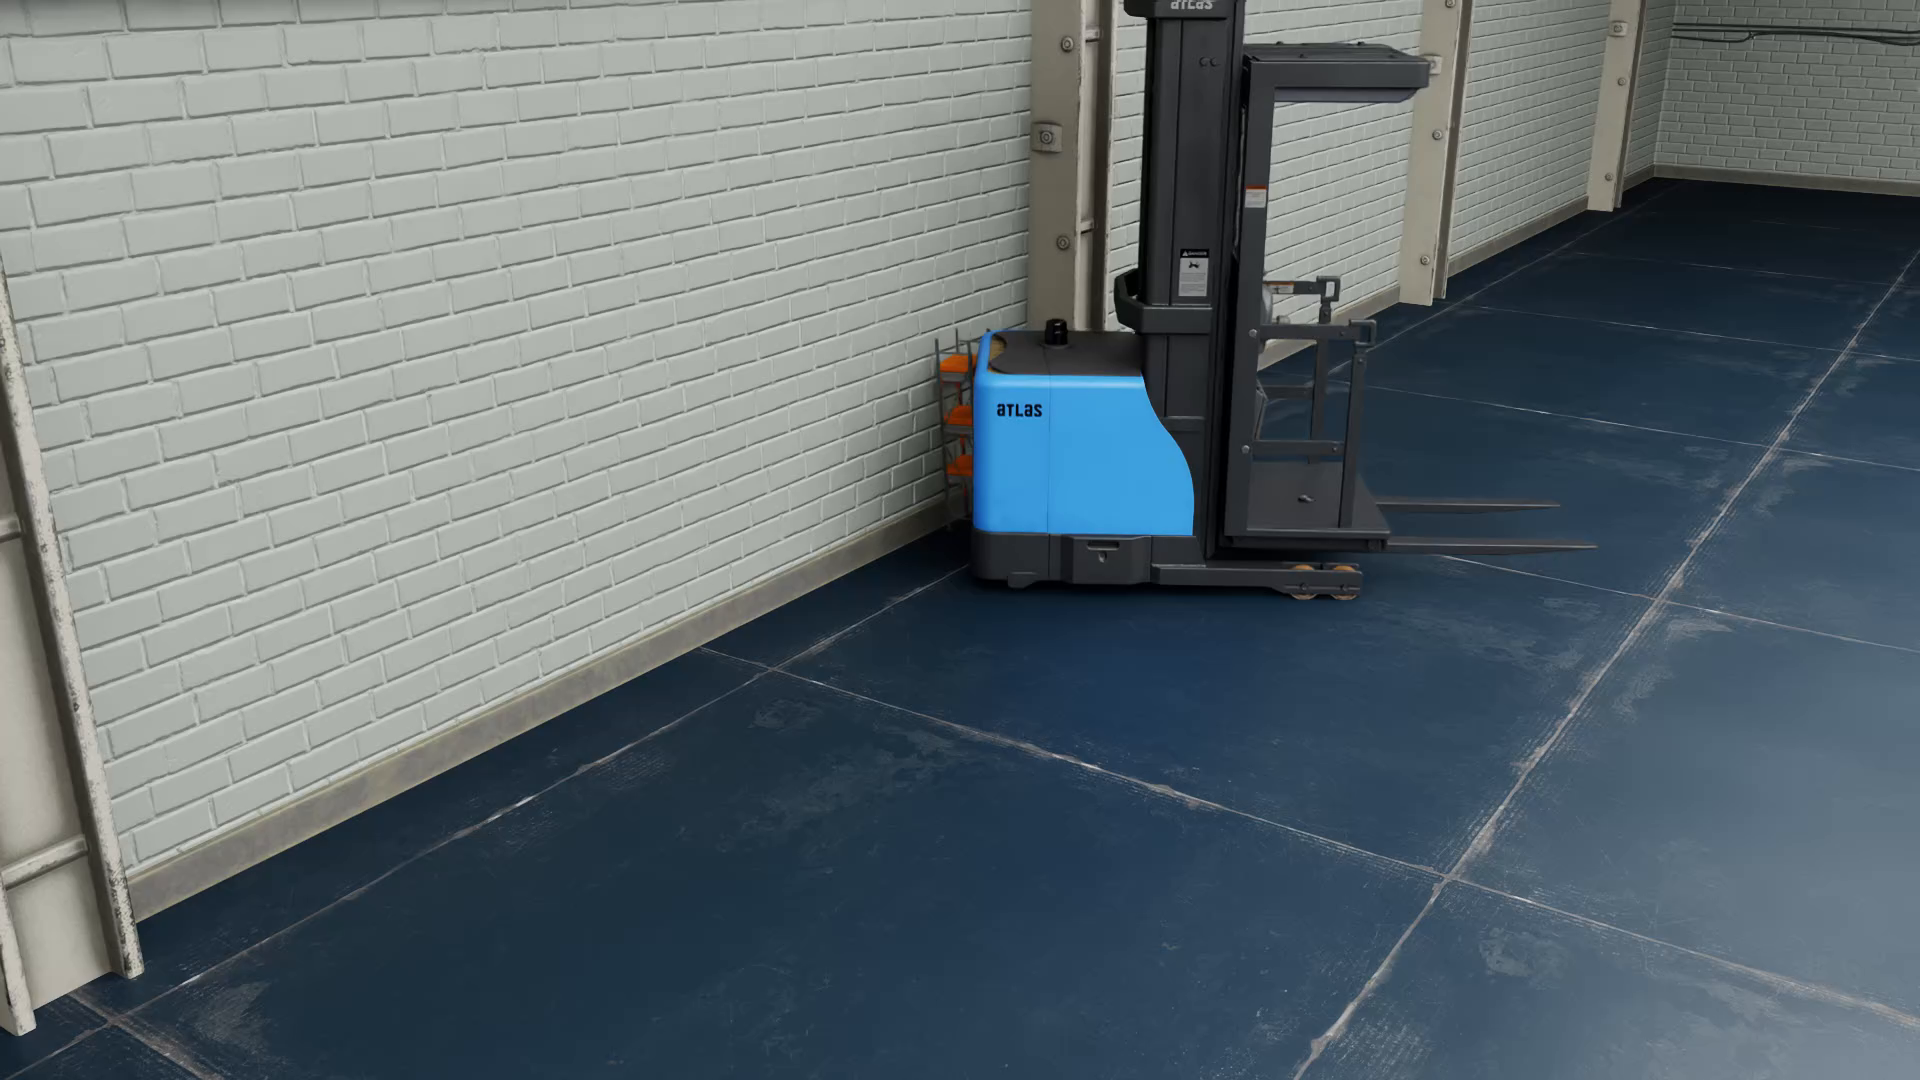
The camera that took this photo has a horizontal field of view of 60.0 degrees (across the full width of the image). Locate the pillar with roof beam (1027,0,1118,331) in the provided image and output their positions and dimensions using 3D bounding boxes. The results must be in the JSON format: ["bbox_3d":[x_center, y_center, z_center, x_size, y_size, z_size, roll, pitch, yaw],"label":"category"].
[{"bbox_3d":[4.171,-3.740,5.906,9.100,9.000,0.400,13,24,32],"label":"pillar with roof beam"}]

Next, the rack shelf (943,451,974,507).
[{"bbox_3d":[0.062,-0.310,8.901,0.215,0.259,0.240,6,23,24],"label":"rack shelf"}]

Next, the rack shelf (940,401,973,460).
[{"bbox_3d":[0.045,-0.569,8.801,0.215,0.259,0.240,6,23,24],"label":"rack shelf"}]

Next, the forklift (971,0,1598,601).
[{"bbox_3d":[1.586,-1.273,7.981,3.031,2.935,1.130,1,20,3],"label":"forklift"}]

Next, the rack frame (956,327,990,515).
[{"bbox_3d":[0.094,-0.622,8.900,0.200,1.050,0.008,6,23,24],"label":"rack frame"}]

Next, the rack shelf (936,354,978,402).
[{"bbox_3d":[0.028,-0.833,8.699,0.215,0.259,0.240,6,23,24],"label":"rack shelf"}]

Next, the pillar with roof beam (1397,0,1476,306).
[{"bbox_3d":[7.544,-5.462,10.560,9.100,9.000,0.400,13,24,32],"label":"pillar with roof beam"}]

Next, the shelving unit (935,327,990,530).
[{"bbox_3d":[0.044,-0.579,8.797,0.215,1.050,0.252,6,23,24],"label":"shelving unit"}]

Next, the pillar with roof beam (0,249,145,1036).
[{"bbox_3d":[0.798,-2.019,1.252,9.100,9.000,0.400,13,24,32],"label":"pillar with roof beam"}]

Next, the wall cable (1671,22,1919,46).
[{"bbox_3d":[10.106,-7.154,19.610,3.097,2.526,0.112,13,24,32],"label":"wall cable"}]

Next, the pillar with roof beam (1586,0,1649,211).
[{"bbox_3d":[10.916,-7.183,15.214,9.100,9.000,0.400,13,24,32],"label":"pillar with roof beam"}]

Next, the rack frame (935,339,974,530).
[{"bbox_3d":[-0.006,-0.536,8.694,0.200,1.050,0.008,6,23,24],"label":"rack frame"}]
